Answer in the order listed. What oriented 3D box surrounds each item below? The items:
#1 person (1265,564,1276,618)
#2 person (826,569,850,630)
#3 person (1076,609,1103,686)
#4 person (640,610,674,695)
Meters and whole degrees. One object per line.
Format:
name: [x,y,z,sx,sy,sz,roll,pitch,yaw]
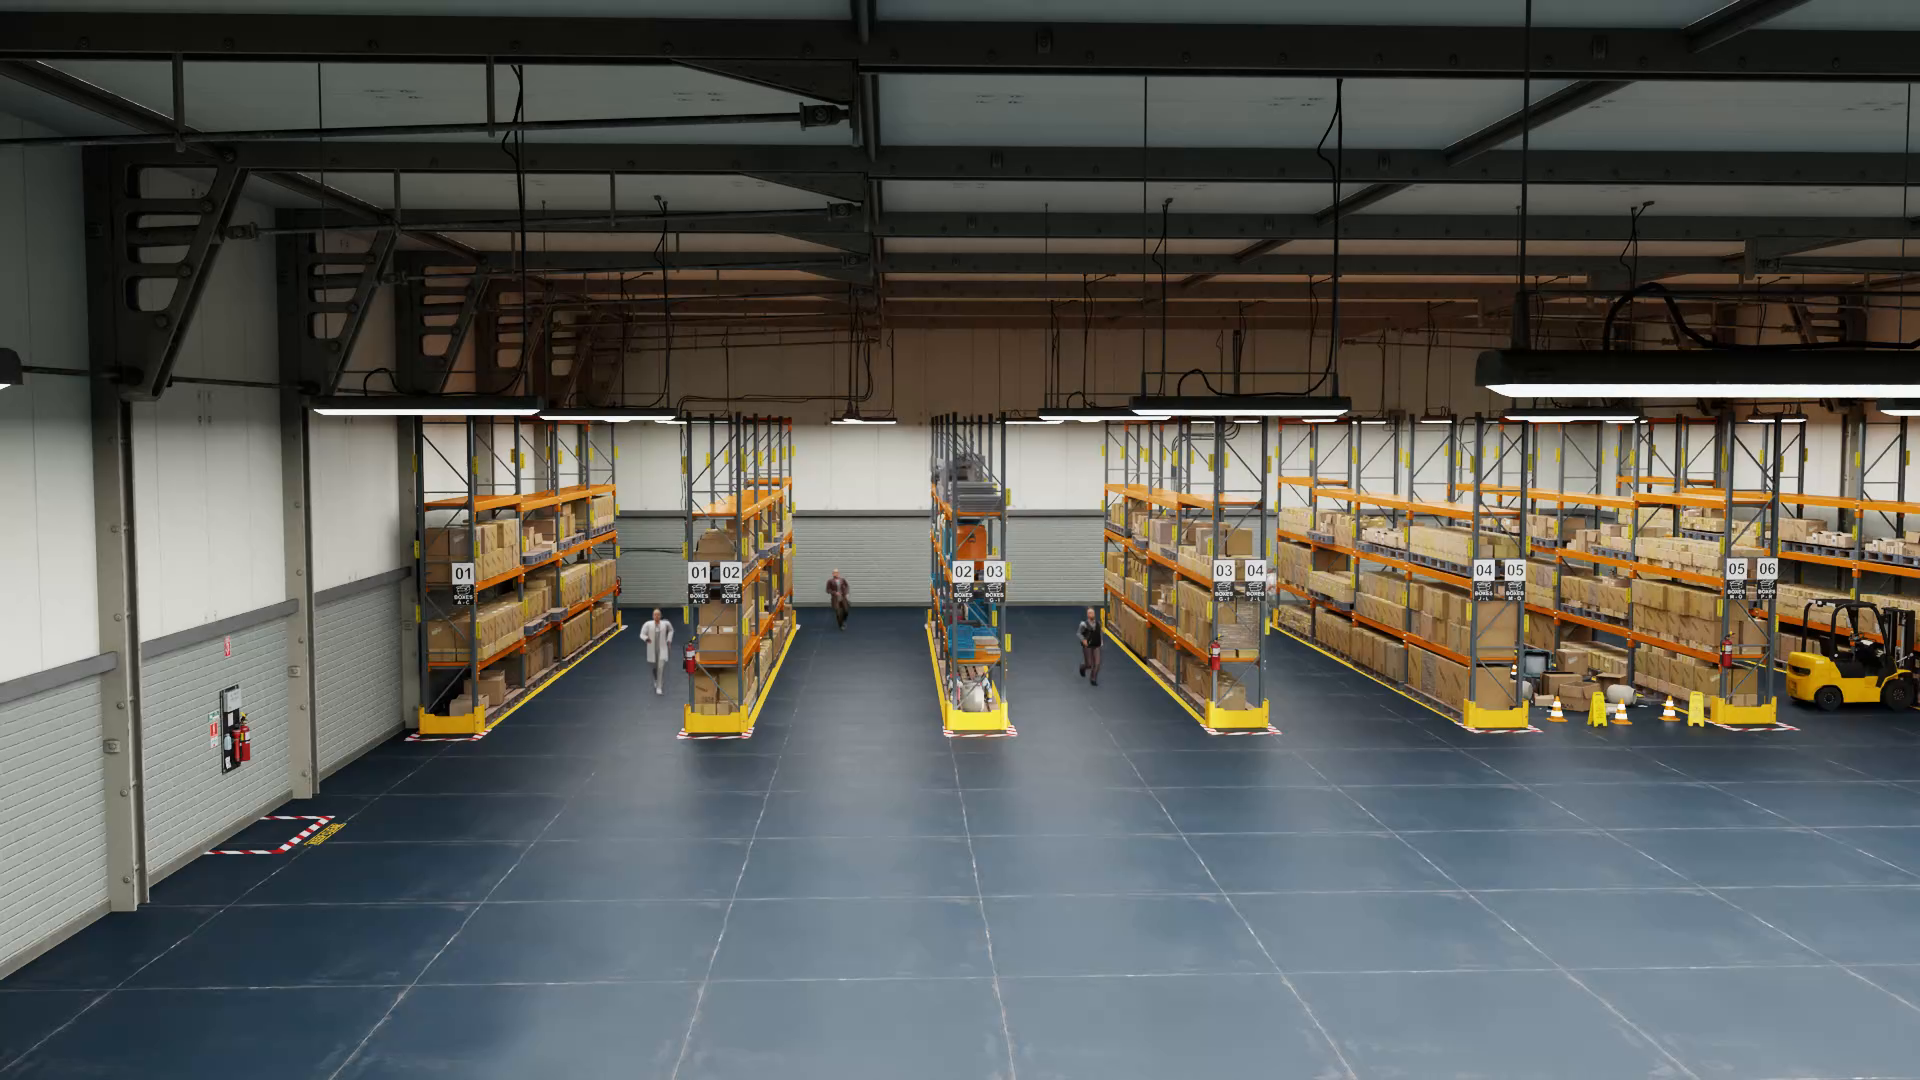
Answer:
person: [9.049,1.538,49.097,0.587,1.676,0.747,1,4,17]
person: [-3.423,1.683,46.764,0.706,1.721,0.588,-1,4,-17]
person: [2.907,2.372,36.966,0.661,1.694,0.733,-1,4,-19]
person: [-6.530,2.379,35.808,0.704,1.772,1.070,0,4,-7]
